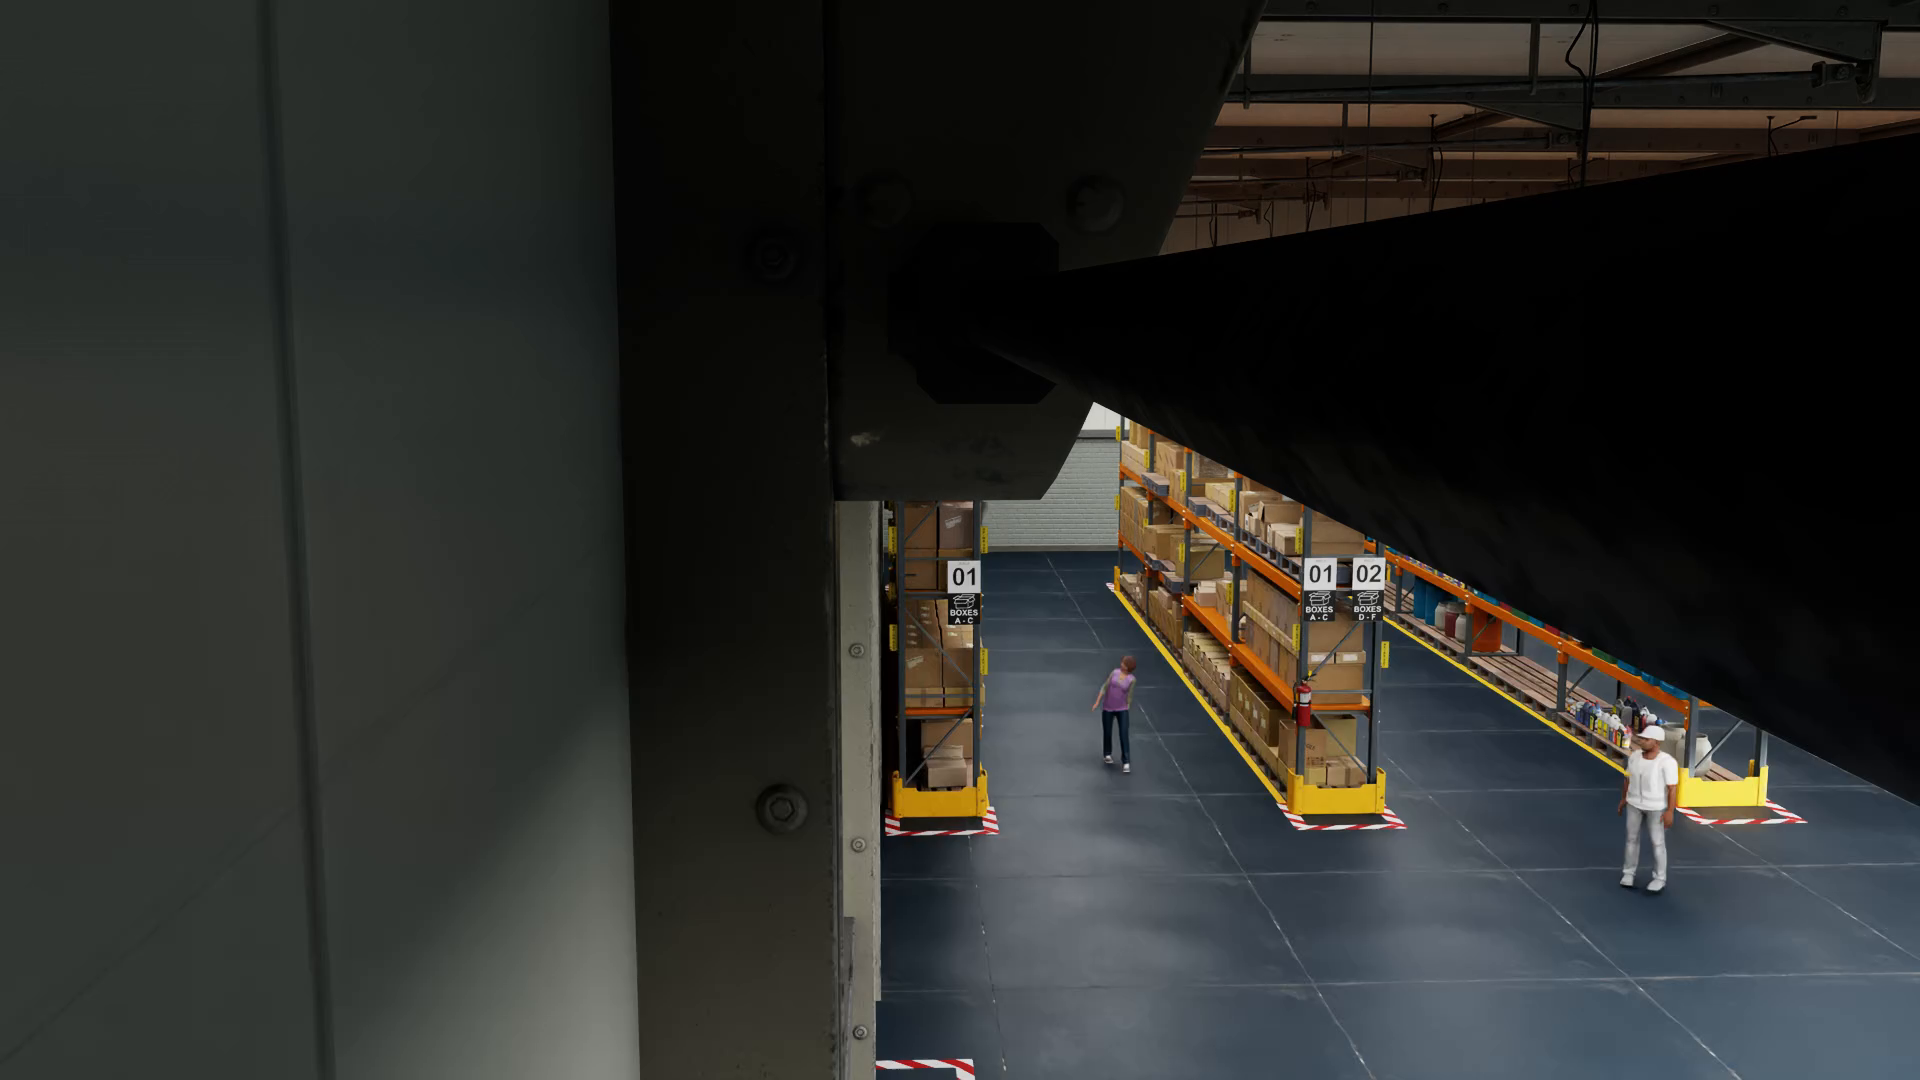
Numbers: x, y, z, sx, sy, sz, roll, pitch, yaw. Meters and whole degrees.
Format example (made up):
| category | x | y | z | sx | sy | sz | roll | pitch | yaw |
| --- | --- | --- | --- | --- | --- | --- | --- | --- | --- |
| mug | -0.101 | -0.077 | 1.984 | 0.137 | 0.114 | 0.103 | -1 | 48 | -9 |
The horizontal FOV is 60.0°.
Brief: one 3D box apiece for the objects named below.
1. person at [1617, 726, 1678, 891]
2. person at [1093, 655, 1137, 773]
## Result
| category | x | y | z | sx | sy | sz | roll | pitch | yaw |
| --- | --- | --- | --- | --- | --- | --- | --- | --- | --- |
| person | 7.401 | 2.874 | 17.953 | 0.629 | 1.769 | 0.436 | 7 | 11 | 41 |
| person | 2.094 | 2.335 | 22.595 | 0.565 | 1.537 | 0.649 | 2 | 8 | 14 |
